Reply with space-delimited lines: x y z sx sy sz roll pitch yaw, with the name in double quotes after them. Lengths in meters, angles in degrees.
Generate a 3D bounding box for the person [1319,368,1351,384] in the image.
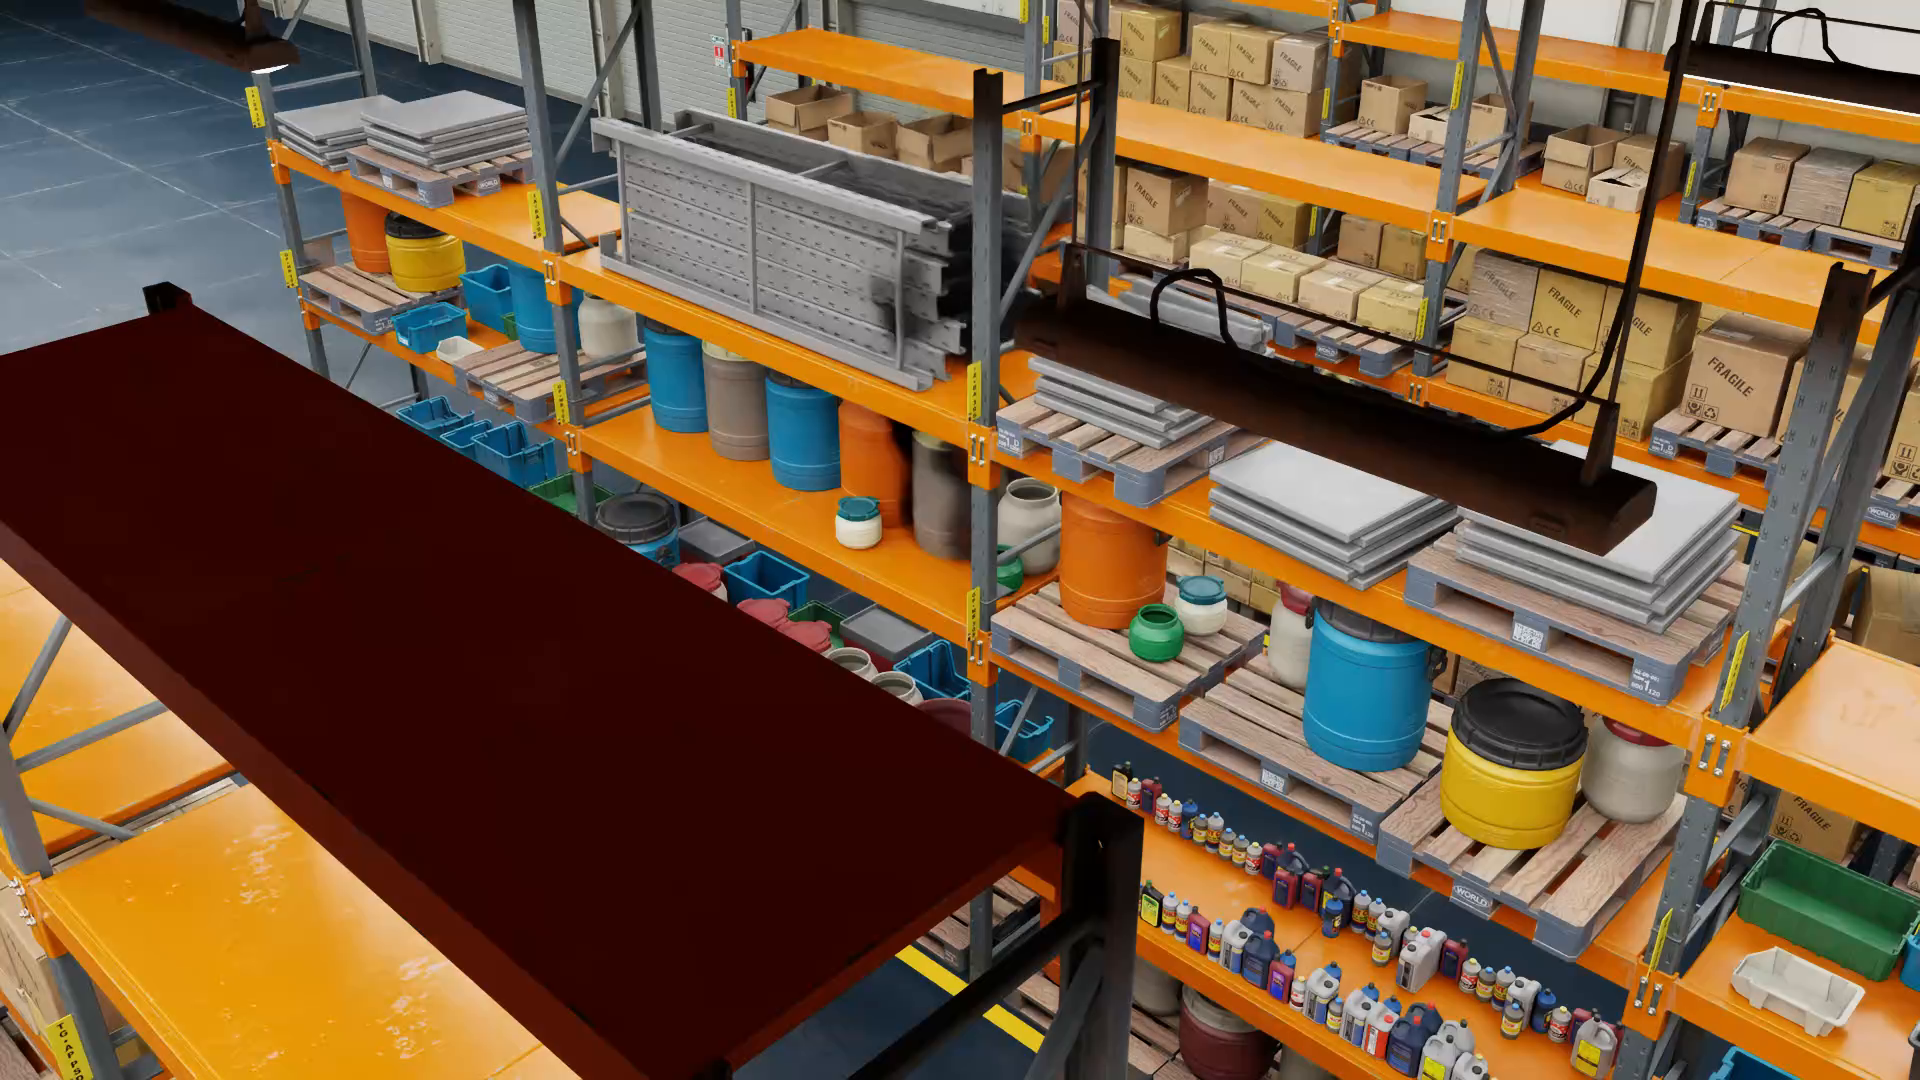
3.726 -1.276 16.753 0.951 1.673 0.574 16 33 27 "person"
